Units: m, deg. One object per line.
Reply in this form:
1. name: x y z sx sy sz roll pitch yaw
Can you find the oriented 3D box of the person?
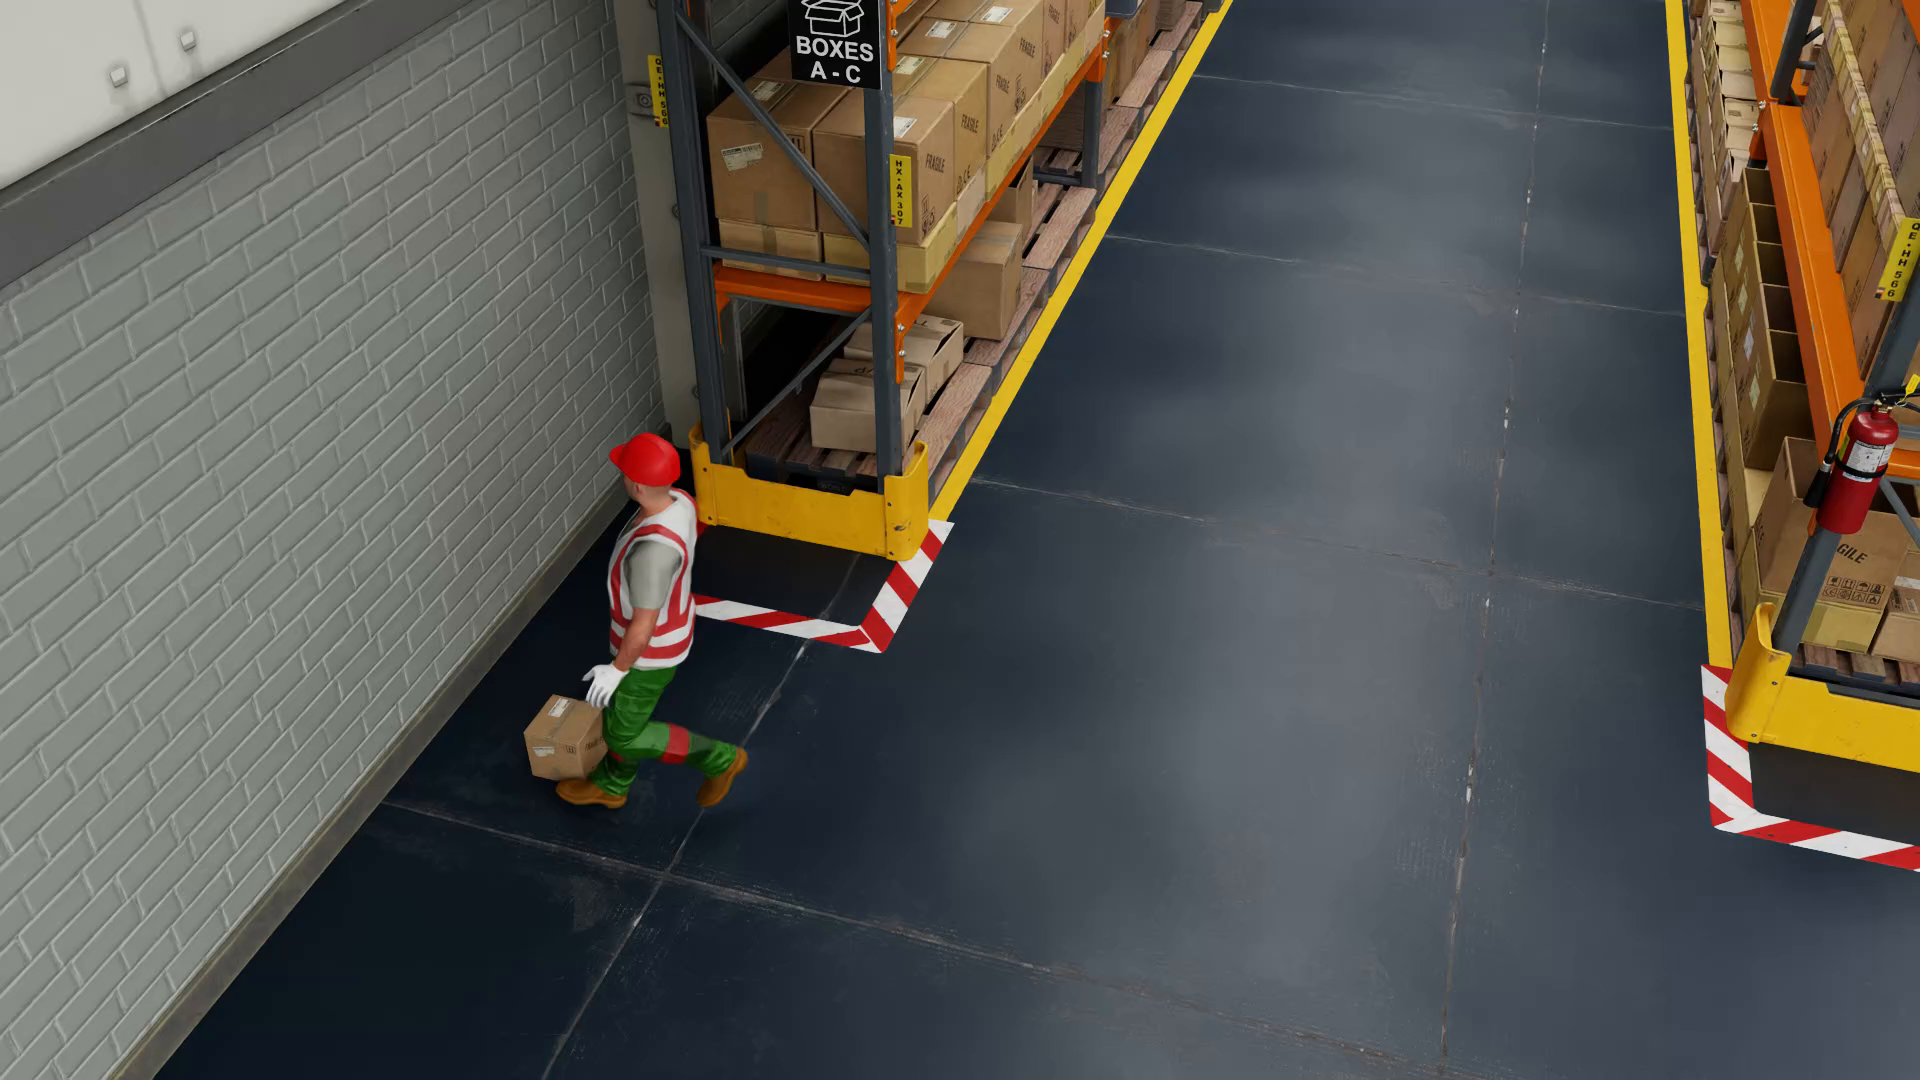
1. person: -1.266 0.383 6.374 0.825 1.755 0.631 0 37 0
